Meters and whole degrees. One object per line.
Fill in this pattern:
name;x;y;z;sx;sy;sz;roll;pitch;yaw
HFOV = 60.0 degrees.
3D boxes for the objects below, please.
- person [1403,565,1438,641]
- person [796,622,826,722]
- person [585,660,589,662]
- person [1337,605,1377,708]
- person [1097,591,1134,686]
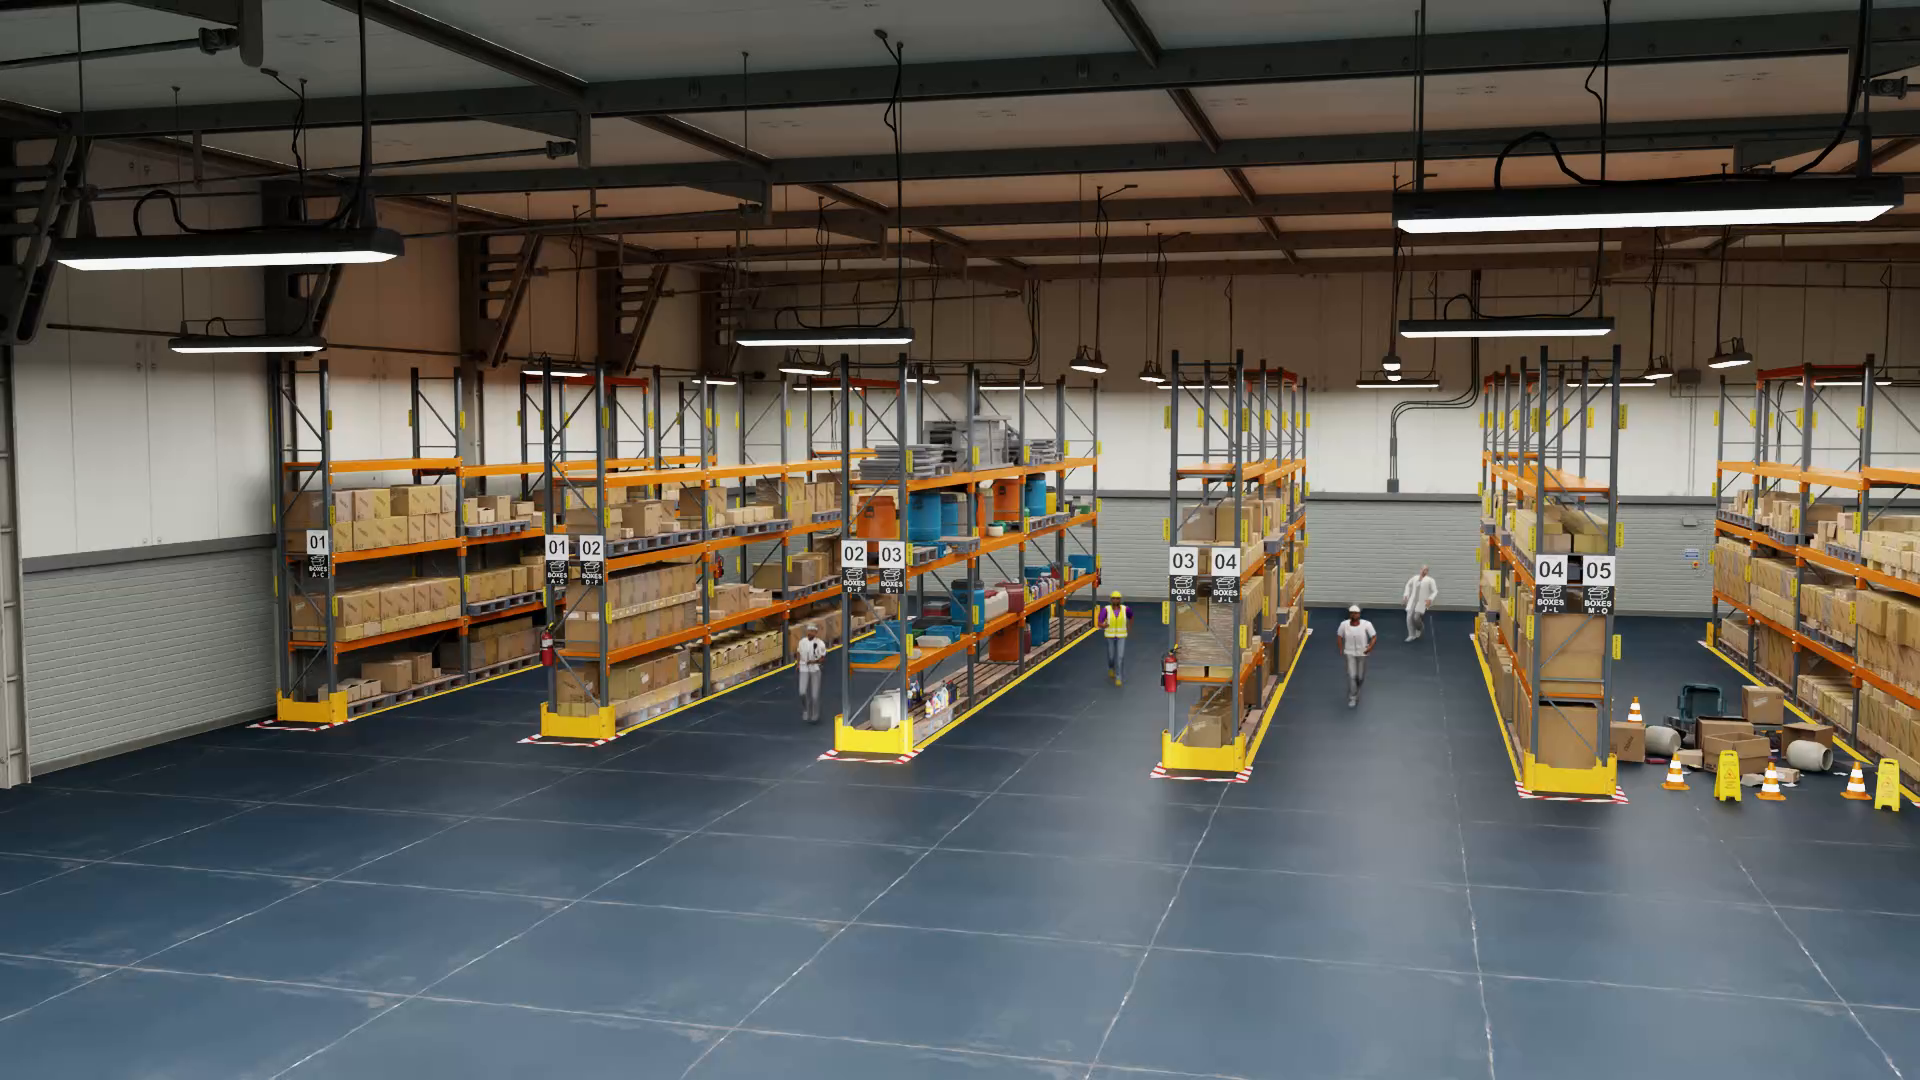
person;10.432;1.437;37.802;0.765;1.729;0.593;4;6;42
person;-2.480;2.182;27.450;0.550;1.669;0.646;0;4;7
person;-6.791;1.923;31.074;0.593;1.660;0.624;0;4;7
person;6.989;2.021;29.302;0.694;1.772;0.810;1;4;16
person;2.935;1.831;31.339;0.703;1.739;1.007;0;4;2
